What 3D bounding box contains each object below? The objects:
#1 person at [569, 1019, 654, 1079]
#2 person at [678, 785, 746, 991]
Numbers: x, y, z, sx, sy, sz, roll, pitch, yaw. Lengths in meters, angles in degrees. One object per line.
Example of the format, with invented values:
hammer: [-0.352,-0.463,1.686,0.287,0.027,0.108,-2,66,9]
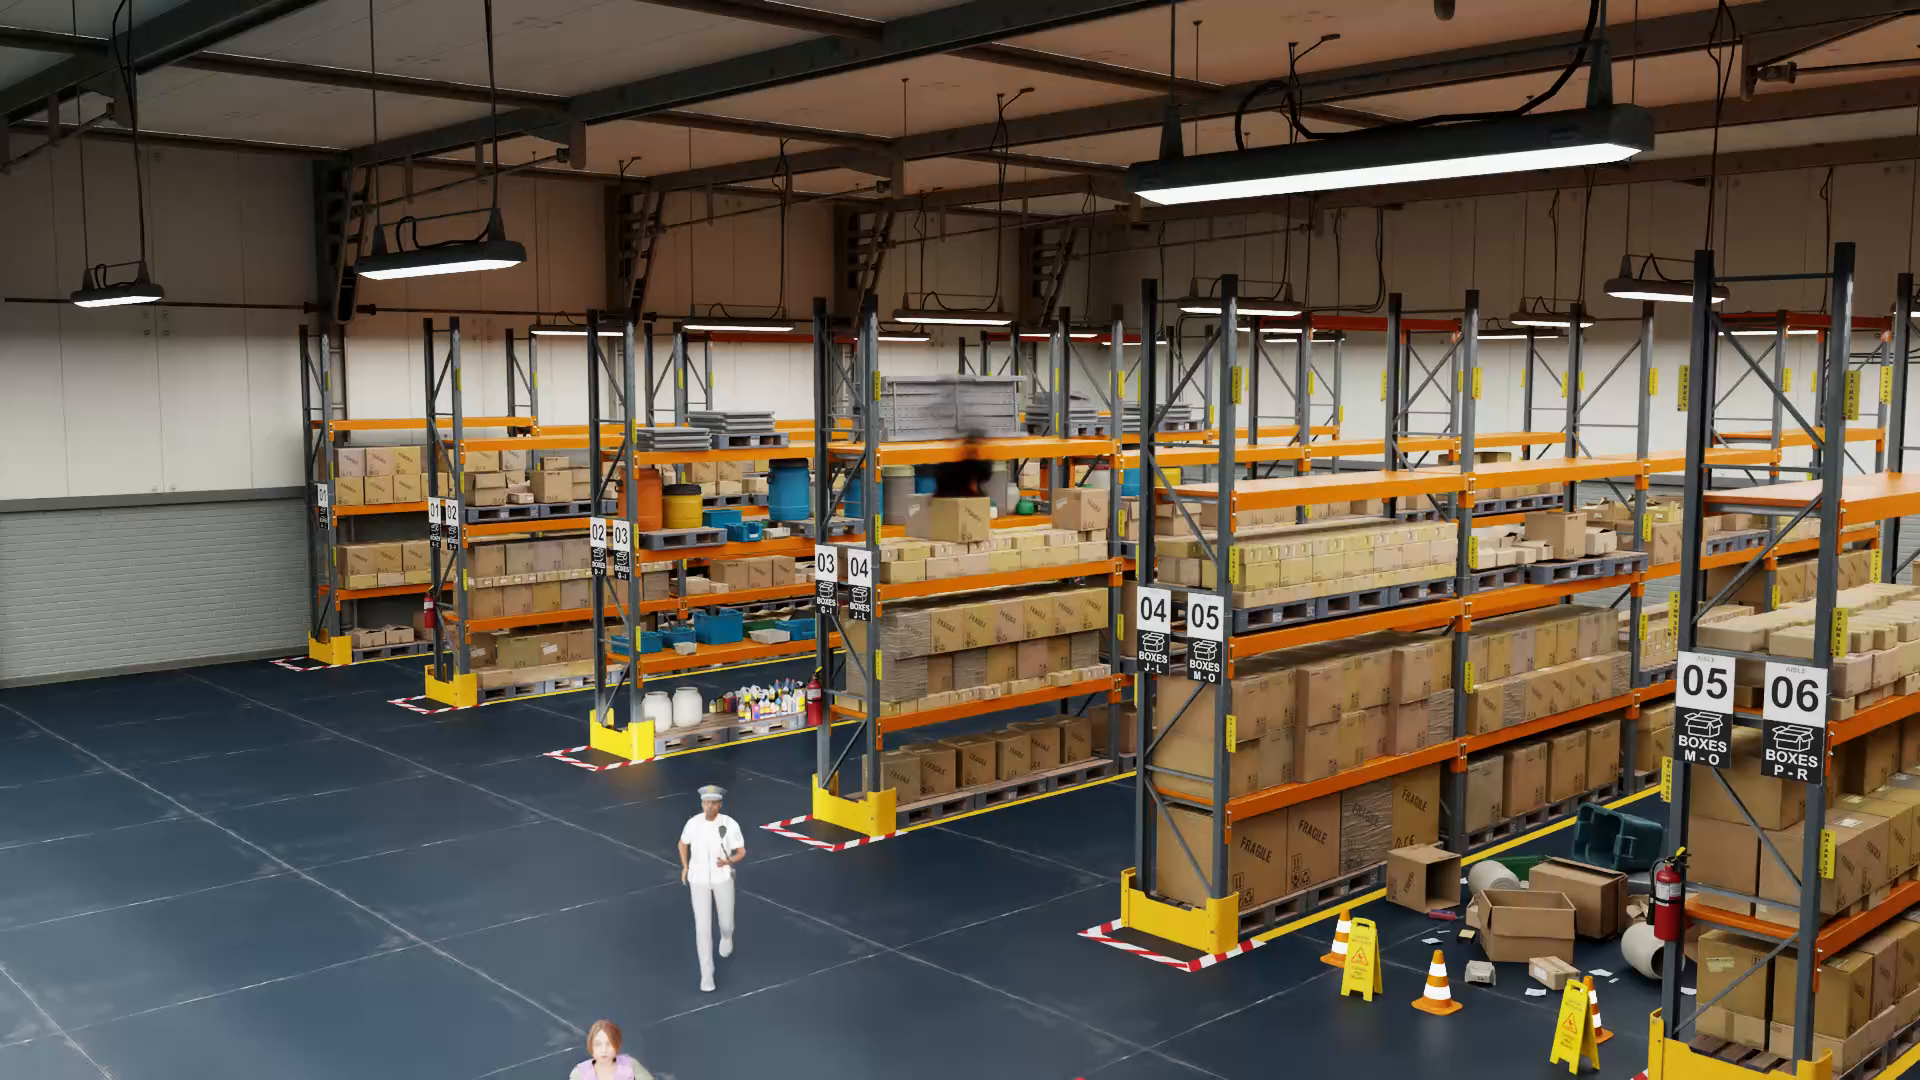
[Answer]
person: [-1.942,3.449,9.172,0.516,1.621,0.678,-1,6,-9]
person: [-2.113,2.900,14.154,0.587,1.665,0.831,0,6,-5]
